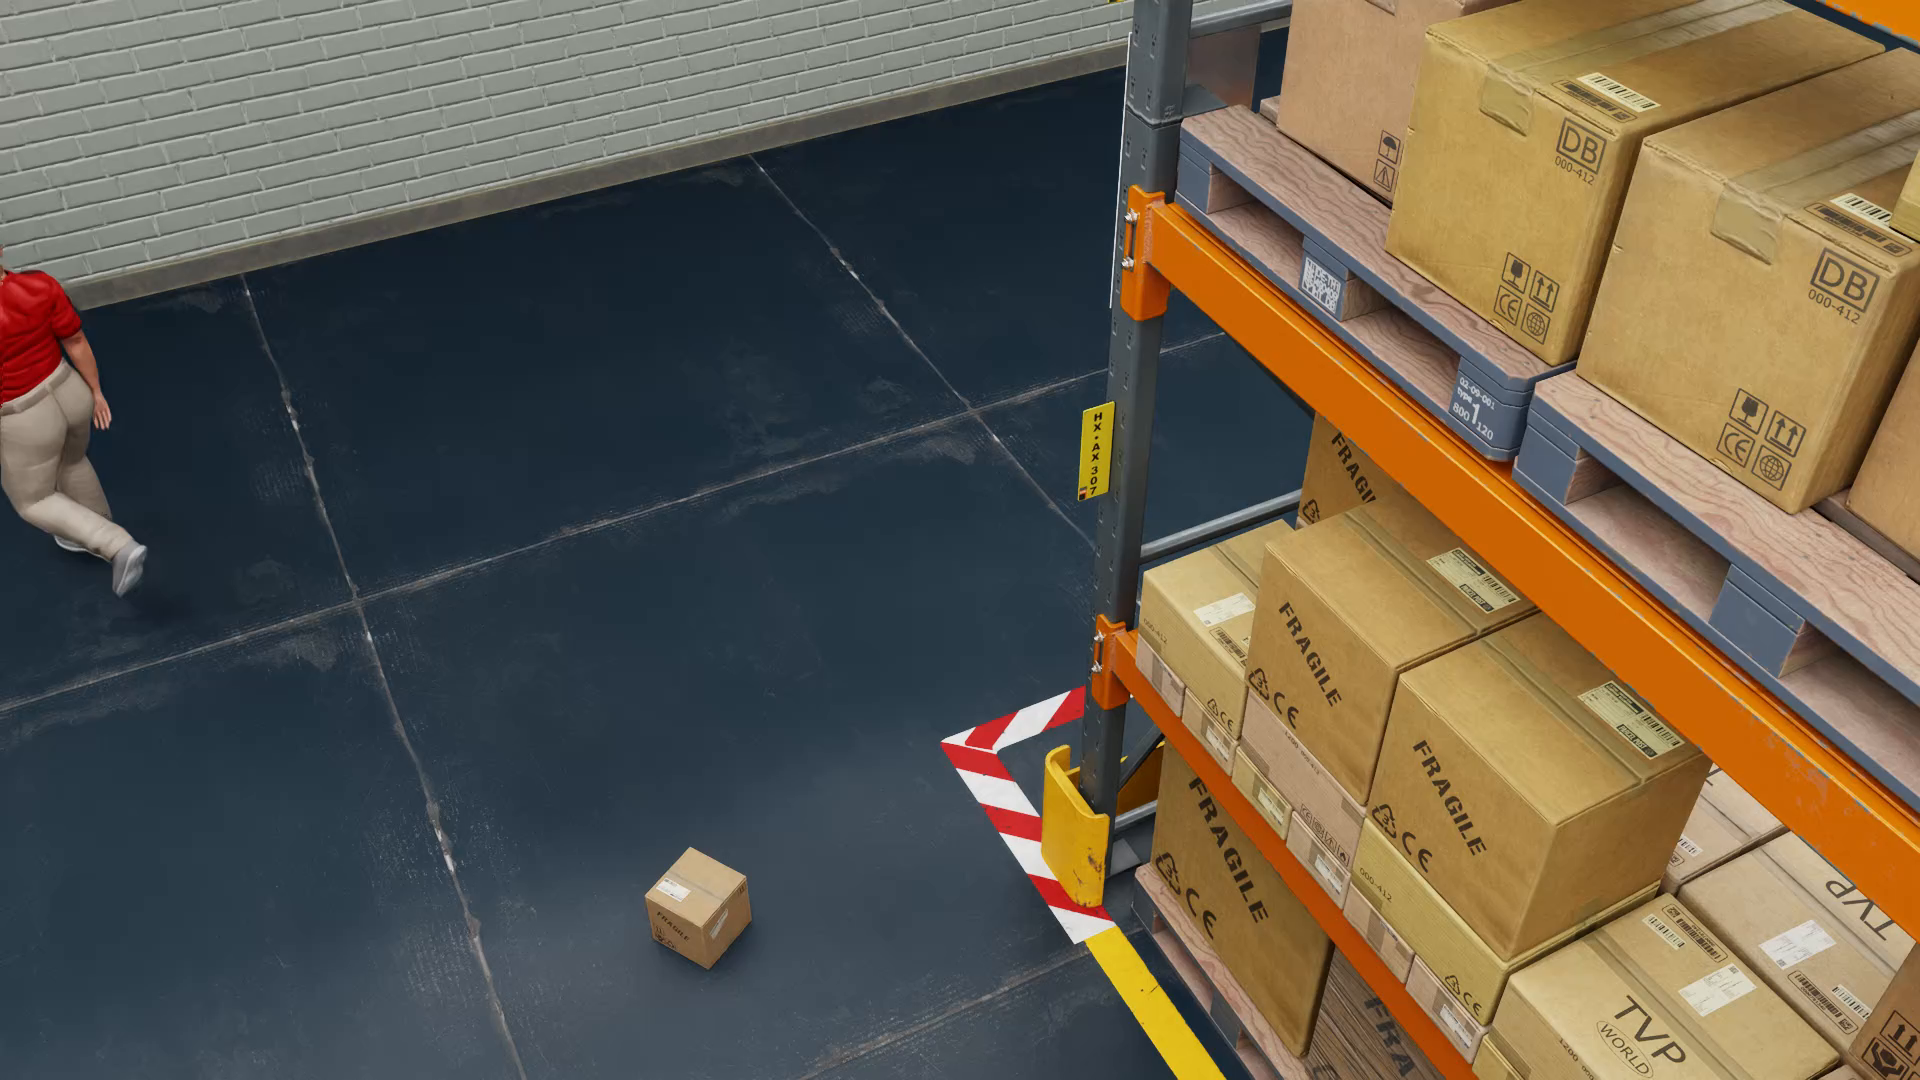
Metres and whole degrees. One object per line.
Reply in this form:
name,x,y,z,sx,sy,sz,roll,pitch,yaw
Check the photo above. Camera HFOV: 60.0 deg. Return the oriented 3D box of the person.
person,-3.720,-0.515,6.739,0.735,1.701,0.529,14,43,16
